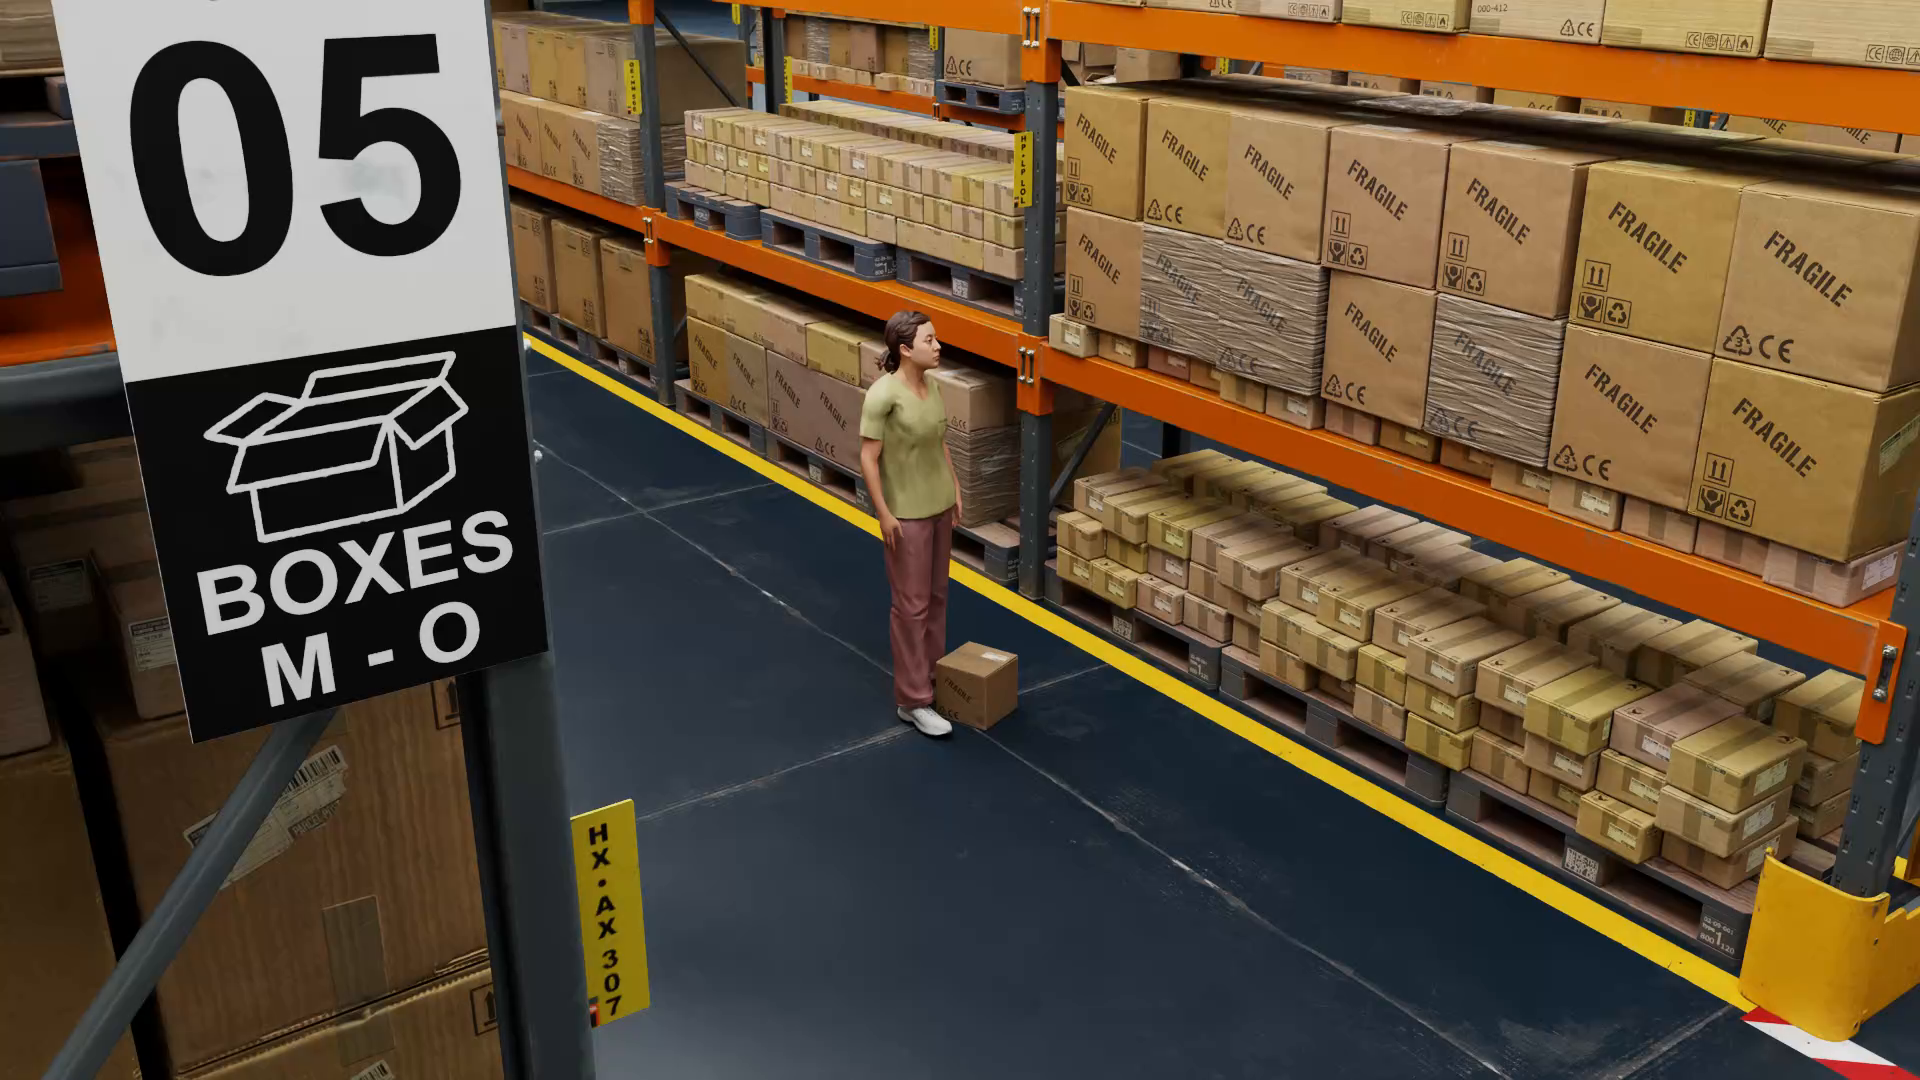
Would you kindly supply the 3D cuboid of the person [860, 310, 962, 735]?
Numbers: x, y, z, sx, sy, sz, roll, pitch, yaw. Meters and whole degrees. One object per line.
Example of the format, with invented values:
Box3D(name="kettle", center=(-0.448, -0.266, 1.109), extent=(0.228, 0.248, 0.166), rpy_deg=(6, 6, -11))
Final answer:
Box3D(name="person", center=(-0.124, -0.097, 6.808), extent=(0.548, 1.675, 0.552), rpy_deg=(15, 26, 33))
